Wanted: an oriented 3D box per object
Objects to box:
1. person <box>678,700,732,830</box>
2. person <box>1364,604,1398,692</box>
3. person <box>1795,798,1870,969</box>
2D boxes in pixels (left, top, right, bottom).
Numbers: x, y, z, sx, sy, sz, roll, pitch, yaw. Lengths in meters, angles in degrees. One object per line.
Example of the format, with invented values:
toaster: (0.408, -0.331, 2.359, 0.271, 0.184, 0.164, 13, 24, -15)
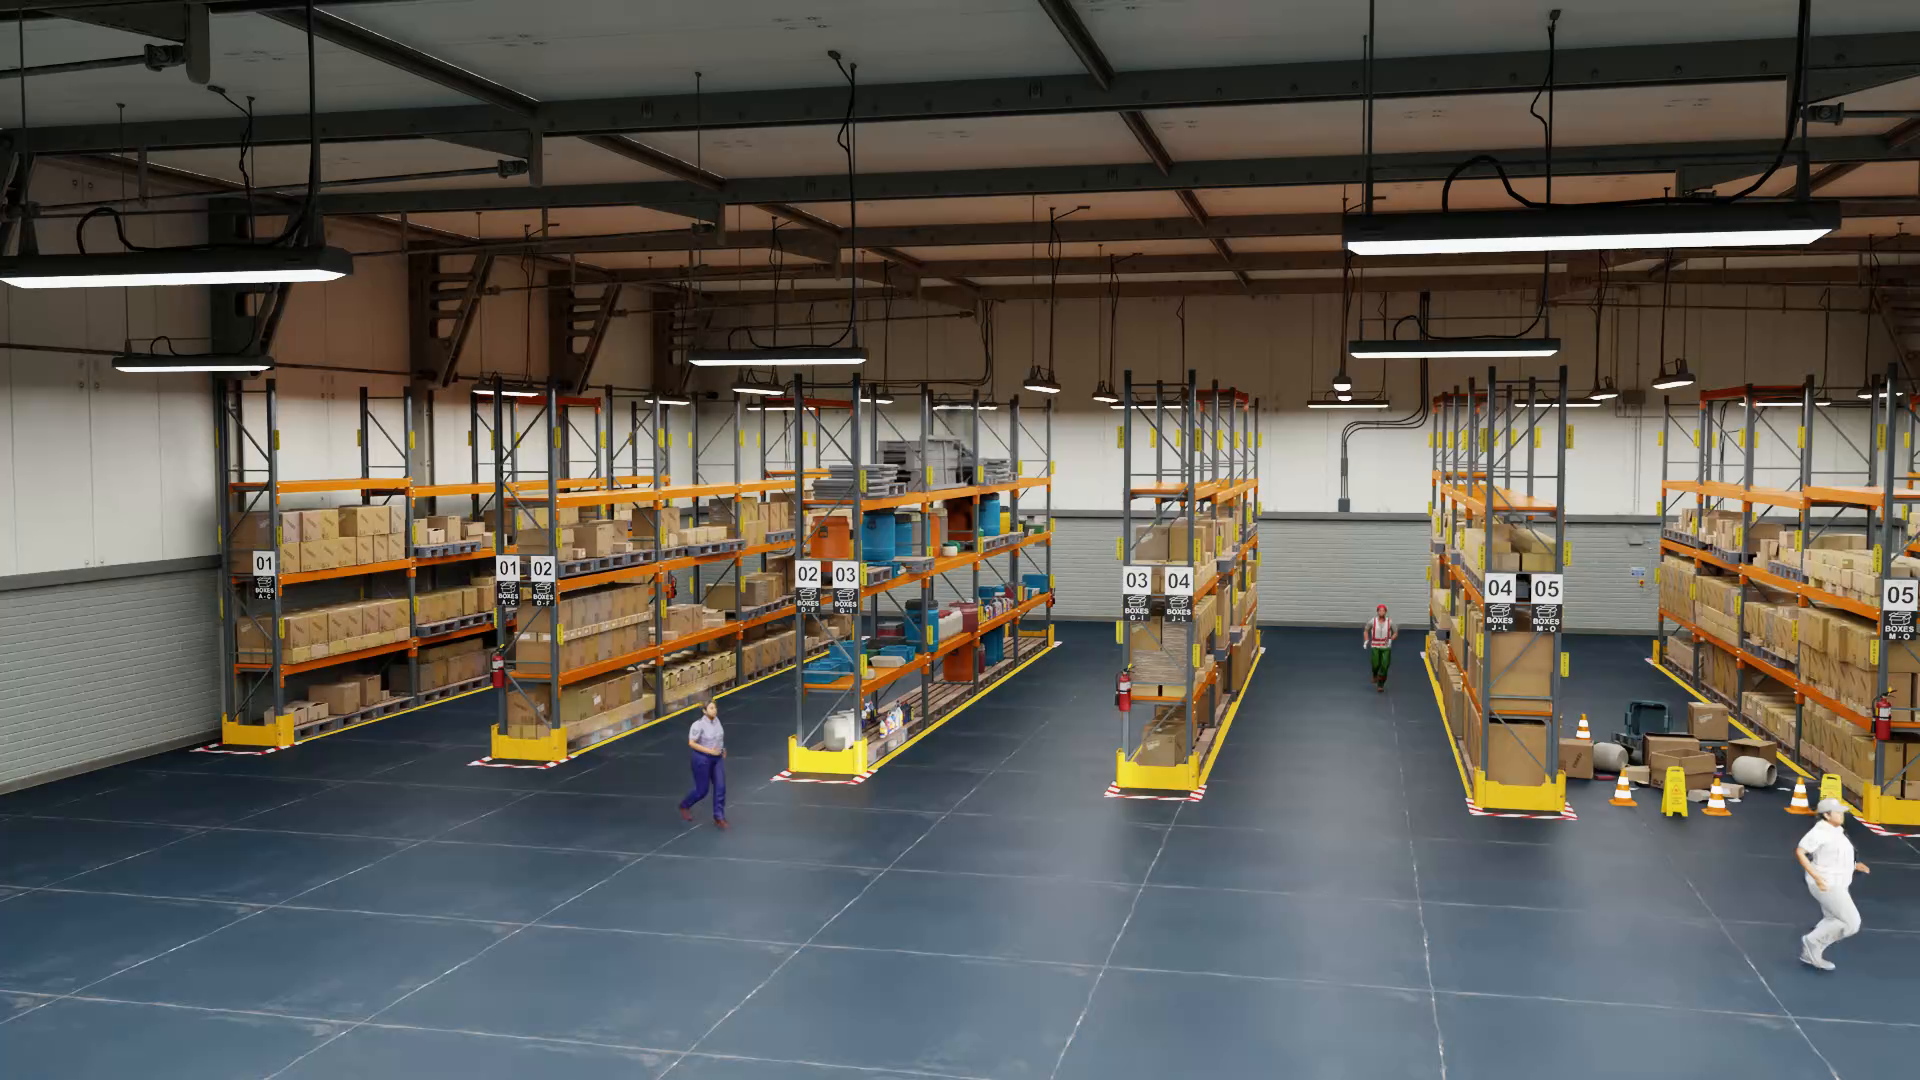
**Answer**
person: (-3.290, 2.895, 21.587, 0.806, 1.668, 0.629, 3, 4, 37)
person: (8.394, 2.150, 33.146, 0.664, 1.739, 0.590, 1, 4, 12)
person: (8.225, 3.249, 15.631, 0.567, 1.615, 0.593, 3, 5, 42)
